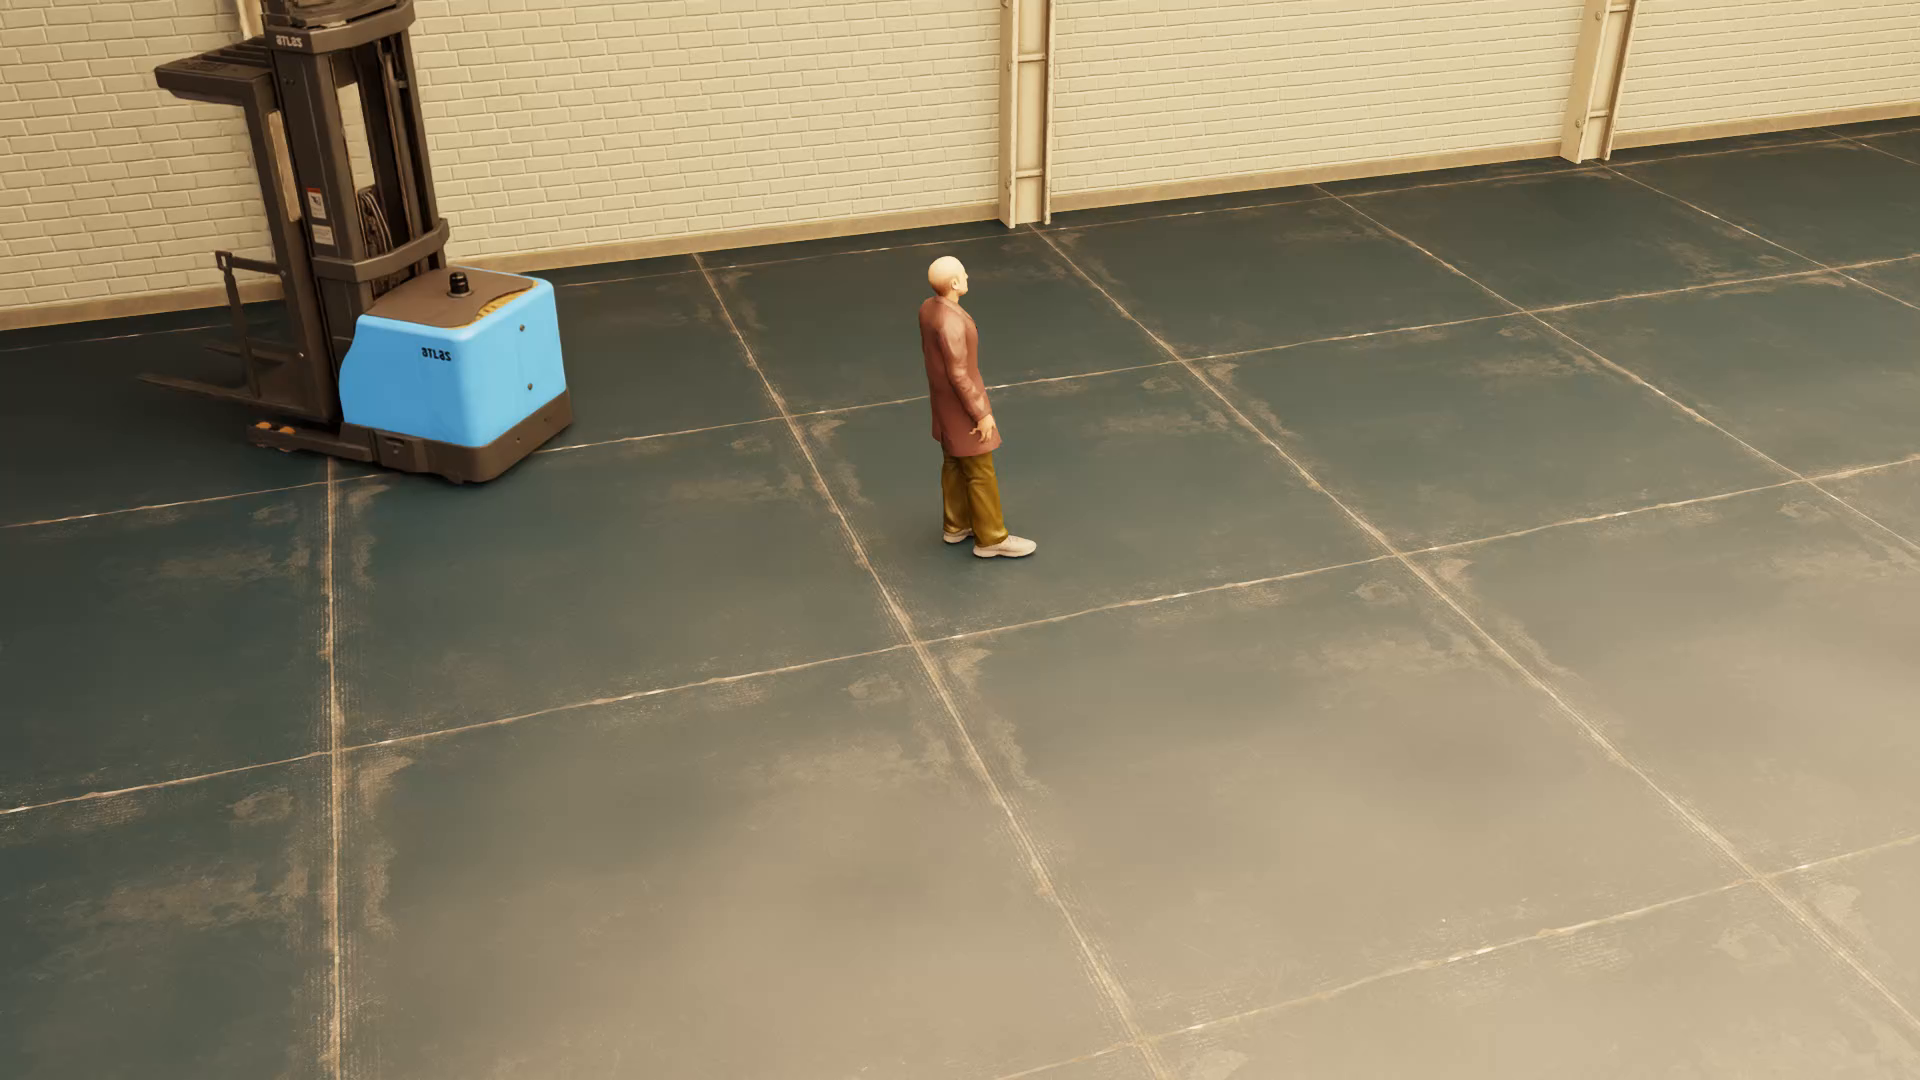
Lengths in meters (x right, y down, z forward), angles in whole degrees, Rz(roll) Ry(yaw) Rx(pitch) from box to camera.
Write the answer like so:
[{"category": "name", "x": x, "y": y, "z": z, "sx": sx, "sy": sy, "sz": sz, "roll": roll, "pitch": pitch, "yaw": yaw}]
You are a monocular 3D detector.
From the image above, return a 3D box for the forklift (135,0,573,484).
[{"category": "forklift", "x": -4.199, "y": -2.083, "z": 10.707, "sx": 3.031, "sy": 2.935, "sz": 1.130, "roll": 11, "pitch": 32, "yaw": 19}]

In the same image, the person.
[{"category": "person", "x": 0.088, "y": -0.789, "z": 9.600, "sx": 0.582, "sy": 1.776, "sz": 0.694, "roll": -10, "pitch": 31, "yaw": -16}]
